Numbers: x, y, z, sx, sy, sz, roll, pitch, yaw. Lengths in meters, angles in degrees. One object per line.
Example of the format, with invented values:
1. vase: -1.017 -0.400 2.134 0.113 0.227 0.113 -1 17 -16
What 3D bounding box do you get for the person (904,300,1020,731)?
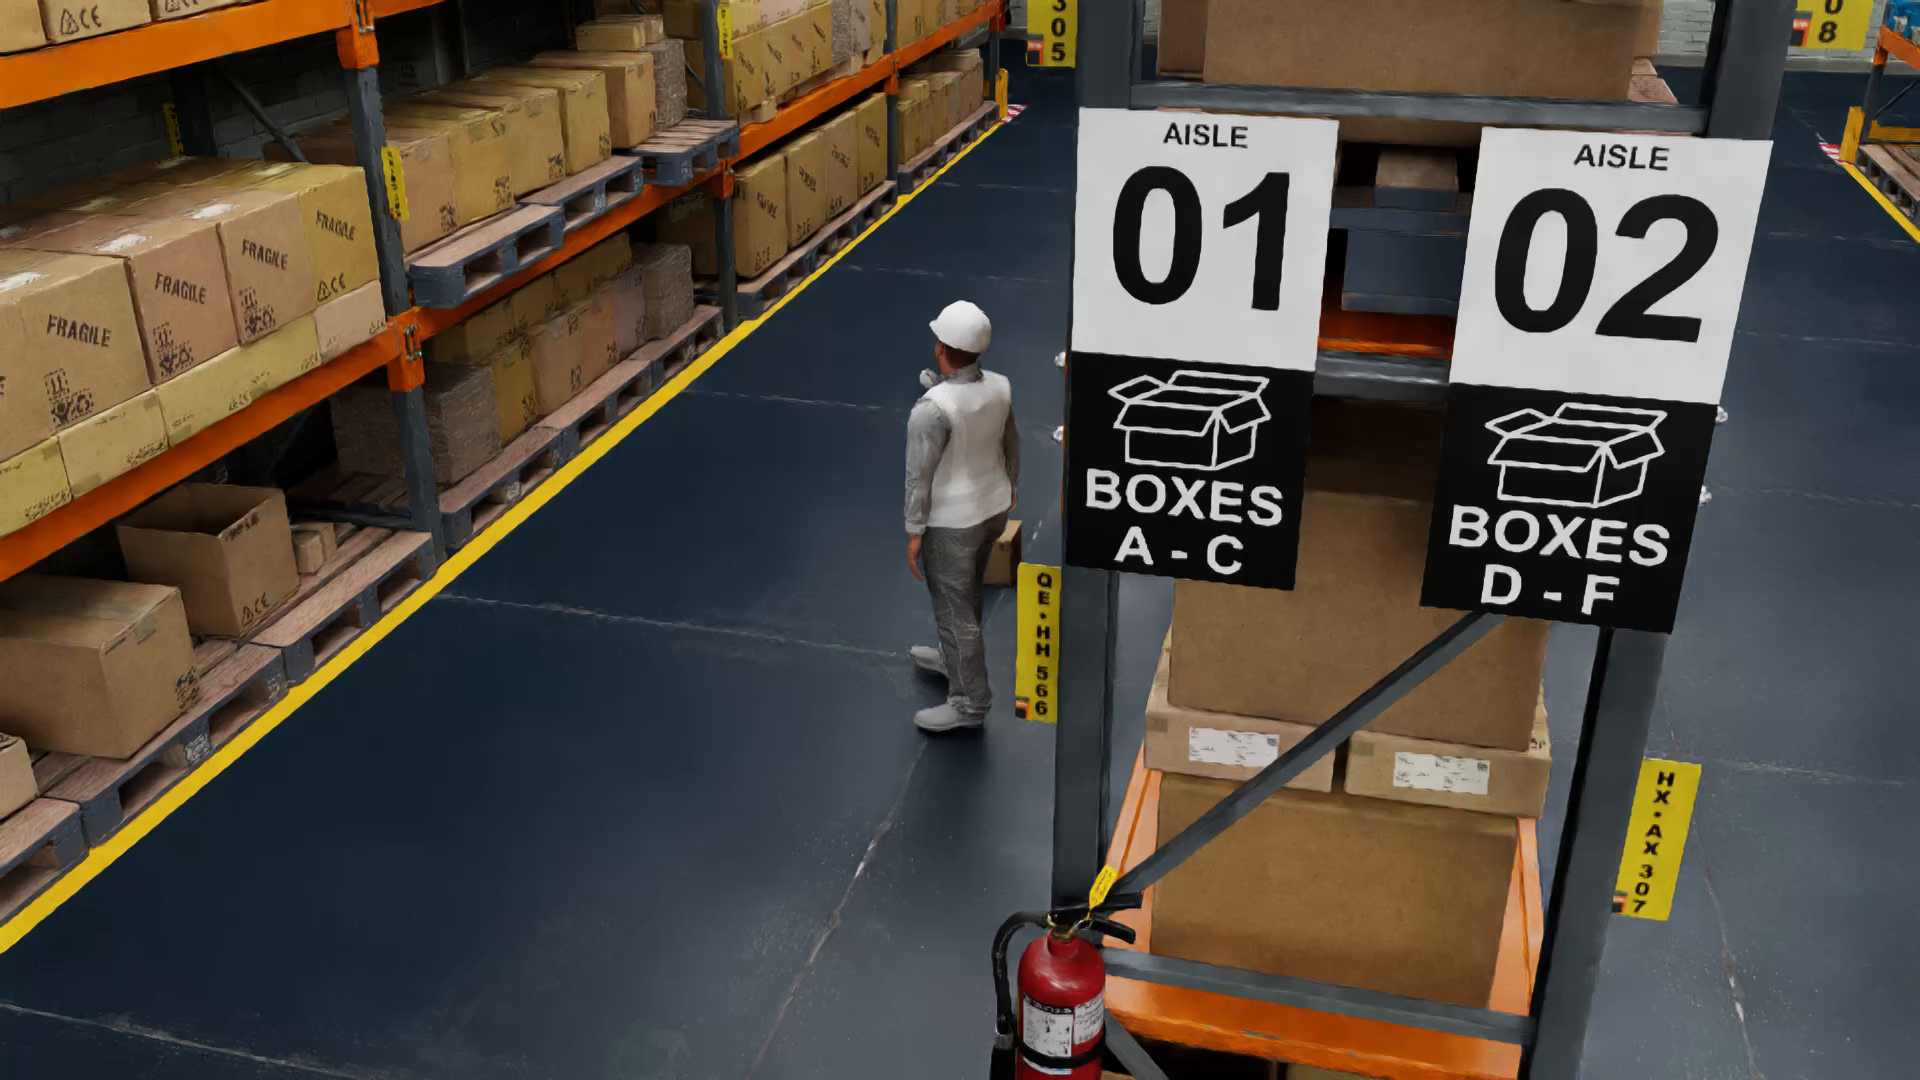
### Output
1. person: -0.042 -0.143 6.832 0.611 1.768 0.715 19 31 34
